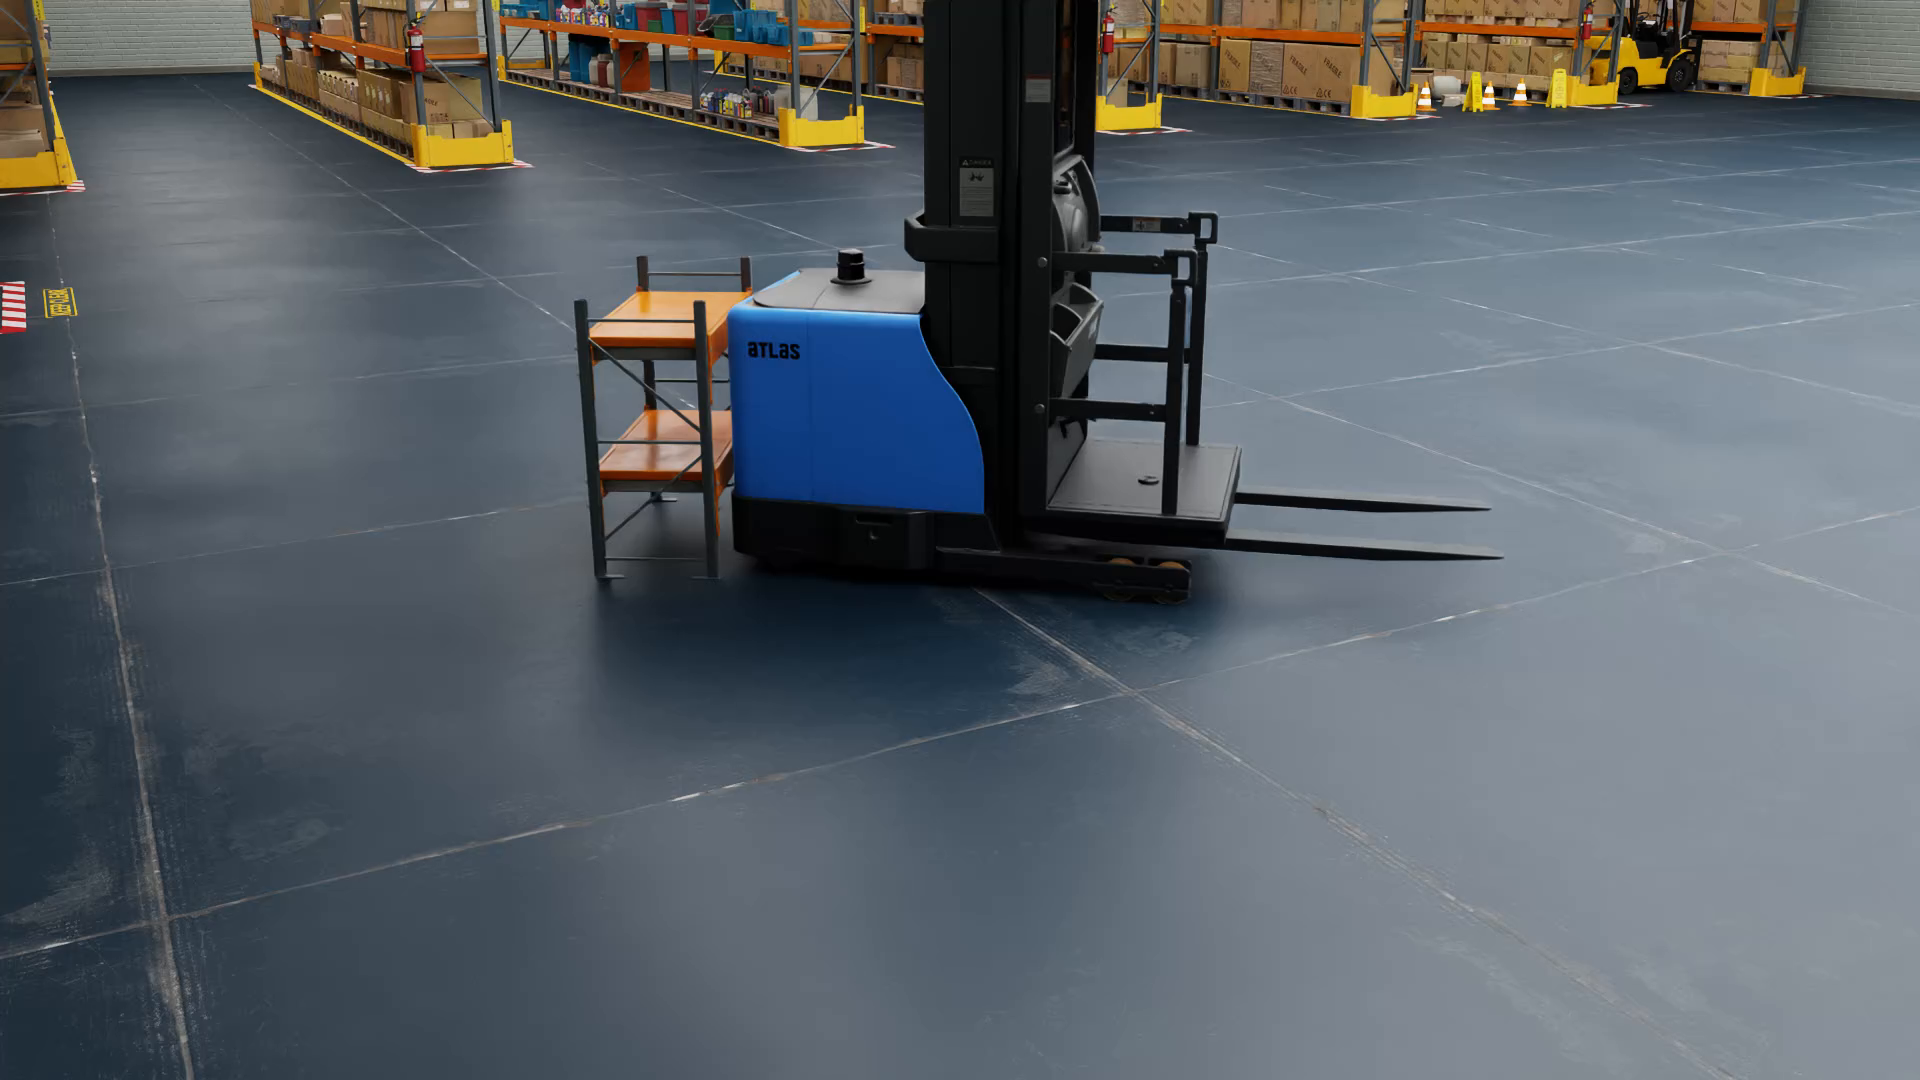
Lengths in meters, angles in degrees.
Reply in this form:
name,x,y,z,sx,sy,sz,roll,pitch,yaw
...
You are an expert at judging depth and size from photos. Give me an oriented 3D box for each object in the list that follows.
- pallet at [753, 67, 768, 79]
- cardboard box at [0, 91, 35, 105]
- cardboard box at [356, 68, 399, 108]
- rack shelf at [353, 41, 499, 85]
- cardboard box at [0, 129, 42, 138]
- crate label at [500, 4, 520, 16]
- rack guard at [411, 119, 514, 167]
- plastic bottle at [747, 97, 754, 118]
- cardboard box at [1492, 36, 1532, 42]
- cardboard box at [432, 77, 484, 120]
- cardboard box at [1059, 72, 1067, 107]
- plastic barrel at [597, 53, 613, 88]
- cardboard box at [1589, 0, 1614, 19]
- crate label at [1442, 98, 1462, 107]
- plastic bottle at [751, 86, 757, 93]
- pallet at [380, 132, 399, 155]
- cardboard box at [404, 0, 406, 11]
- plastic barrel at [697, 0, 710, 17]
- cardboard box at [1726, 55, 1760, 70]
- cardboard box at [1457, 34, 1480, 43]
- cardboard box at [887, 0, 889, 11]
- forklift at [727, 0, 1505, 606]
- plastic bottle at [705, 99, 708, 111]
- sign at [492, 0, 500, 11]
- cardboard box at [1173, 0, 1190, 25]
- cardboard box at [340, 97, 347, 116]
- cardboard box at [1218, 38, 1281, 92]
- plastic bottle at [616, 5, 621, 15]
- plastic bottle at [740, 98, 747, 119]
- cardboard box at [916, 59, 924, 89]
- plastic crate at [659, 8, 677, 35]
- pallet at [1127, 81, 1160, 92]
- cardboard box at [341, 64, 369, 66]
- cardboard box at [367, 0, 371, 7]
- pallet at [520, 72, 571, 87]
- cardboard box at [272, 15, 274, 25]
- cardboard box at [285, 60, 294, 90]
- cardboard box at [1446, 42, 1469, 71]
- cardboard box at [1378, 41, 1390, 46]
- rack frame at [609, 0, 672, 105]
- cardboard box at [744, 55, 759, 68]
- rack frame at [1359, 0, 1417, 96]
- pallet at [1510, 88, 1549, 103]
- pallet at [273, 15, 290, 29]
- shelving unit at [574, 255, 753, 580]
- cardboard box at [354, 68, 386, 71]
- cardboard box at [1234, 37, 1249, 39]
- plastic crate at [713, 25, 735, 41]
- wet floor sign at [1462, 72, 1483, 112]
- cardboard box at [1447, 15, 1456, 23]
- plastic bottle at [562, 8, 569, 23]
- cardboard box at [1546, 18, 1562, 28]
name,x,y,z,sx,sy,sz,roll,pitch,yaw
pallet,-4.045,-10.365,36.845,1.003,0.211,1.213,-10,21,-27
cardboard box,-12.812,-5.739,22.321,0.700,0.500,0.500,-9,21,-25
cardboard box,-8.146,-6.344,23.339,0.500,0.500,0.500,-10,21,-27
rack shelf,-7.141,-6.358,22.061,1.077,0.370,4.000,-10,21,-27
cardboard box,-11.069,-4.669,19.510,0.500,0.311,0.500,-8,21,-22
crate label,-9.600,-11.310,35.475,0.416,0.233,0.303,-10,21,-27
rack guard,-6.179,-4.935,20.667,1.175,0.500,0.348,-10,21,-27
plastic bottle,-3.090,-6.366,24.473,0.061,0.283,0.133,-10,21,-27
cardboard box,12.419,-10.967,37.312,0.875,0.625,0.625,-9,21,-25
cardboard box,-6.489,-5.709,21.498,0.500,0.500,0.500,-10,21,-27
cardboard box,1.653,-7.205,26.601,0.500,0.500,0.500,-8,21,-22
plastic barrel,-6.412,-8.707,30.819,0.600,0.588,0.708,-10,21,-27
cardboard box,11.270,-9.559,29.626,0.500,0.500,0.500,-10,22,-27
crate label,8.668,-7.709,29.262,0.298,0.136,0.250,11,22,30
plastic bottle,-3.170,-6.854,25.782,0.144,0.351,0.185,-11,22,-28
pallet,-7.166,-5.368,22.366,1.003,0.211,1.213,-10,21,-27
cardboard box,-6.666,-6.633,20.607,0.380,0.149,0.250,-9,21,-25
plastic barrel,-3.991,-8.411,26.700,0.433,0.535,0.433,0,19,0
cardboard box,15.111,-9.188,31.966,0.500,0.250,0.500,-10,22,-27
cardboard box,9.646,-9.497,31.482,0.380,0.149,0.250,-9,21,-25
cardboard box,-1.261,-10.183,31.889,0.500,0.500,0.500,-9,21,-25
forklift,0.644,-1.323,6.472,3.031,2.935,1.130,4,19,12
plastic bottle,-3.867,-6.706,25.581,0.097,0.201,0.097,0,19,0
sign,-5.700,-6.655,20.370,0.100,0.325,0.005,-10,21,-27
cardboard box,4.320,-9.845,30.912,0.500,0.500,0.500,-10,22,-27
cardboard box,-9.024,-6.537,25.049,0.500,0.250,0.500,-9,21,-25
cardboard box,5.280,-8.547,29.917,0.875,0.875,0.875,-10,21,-26
plastic bottle,-6.351,-9.720,30.777,0.144,0.351,0.185,-10,21,-27
plastic bottle,-3.159,-6.304,24.291,0.061,0.283,0.133,-9,21,-25
cardboard box,-0.384,-8.472,30.242,0.700,0.500,0.500,-8,21,-22
plastic crate,-4.527,-8.299,26.608,0.392,0.384,0.575,-10,21,-27
pallet,3.451,-9.137,33.286,1.003,0.211,1.213,-10,21,-27
cardboard box,-10.442,-7.916,28.631,0.500,0.500,0.500,-10,22,-27
cardboard box,-7.890,-7.373,22.752,0.380,0.149,0.250,-11,22,-28
pallet,-8.495,-9.572,34.548,1.003,0.211,1.213,-10,21,-27
cardboard box,-12.352,-9.720,30.547,0.500,0.500,0.500,-10,21,-26
cardboard box,-11.874,-8.418,30.087,0.500,0.500,0.500,-11,22,-29
cardboard box,9.658,-9.231,31.705,0.500,0.500,0.500,-9,21,-24
cardboard box,10.445,-11.955,40.366,0.500,0.500,0.500,-11,22,-28
rack frame,-5.629,-9.186,29.155,1.000,3.000,0.127,-10,21,-27
cardboard box,-4.262,-11.012,37.059,0.875,0.875,0.875,-10,21,-27
rack frame,6.942,-8.396,26.866,1.000,3.000,0.127,-10,21,-27
pallet,10.860,-8.134,30.382,1.003,0.211,1.213,-10,21,-27
pallet,-11.606,-9.232,29.580,1.003,0.211,1.213,-10,21,-27
shelving unit,-1.192,-0.545,6.986,0.538,1.125,1.048,1,19,3
cardboard box,-9.524,-7.472,26.898,0.500,0.311,0.500,-9,21,-25
cardboard box,6.777,-11.151,37.461,0.875,0.875,0.875,-10,21,-26
plastic crate,-3.333,-7.505,24.606,0.450,0.188,0.662,-10,21,-27
wet floor sign,8.698,-7.582,28.114,0.267,0.644,0.232,-14,24,-36
cardboard box,9.537,-9.946,31.740,0.380,0.149,0.250,-10,21,-27
plastic bottle,-7.470,-9.979,31.643,0.152,0.276,0.135,-10,21,-27
cardboard box,10.667,-9.203,29.589,0.380,0.149,0.250,-10,22,-27
